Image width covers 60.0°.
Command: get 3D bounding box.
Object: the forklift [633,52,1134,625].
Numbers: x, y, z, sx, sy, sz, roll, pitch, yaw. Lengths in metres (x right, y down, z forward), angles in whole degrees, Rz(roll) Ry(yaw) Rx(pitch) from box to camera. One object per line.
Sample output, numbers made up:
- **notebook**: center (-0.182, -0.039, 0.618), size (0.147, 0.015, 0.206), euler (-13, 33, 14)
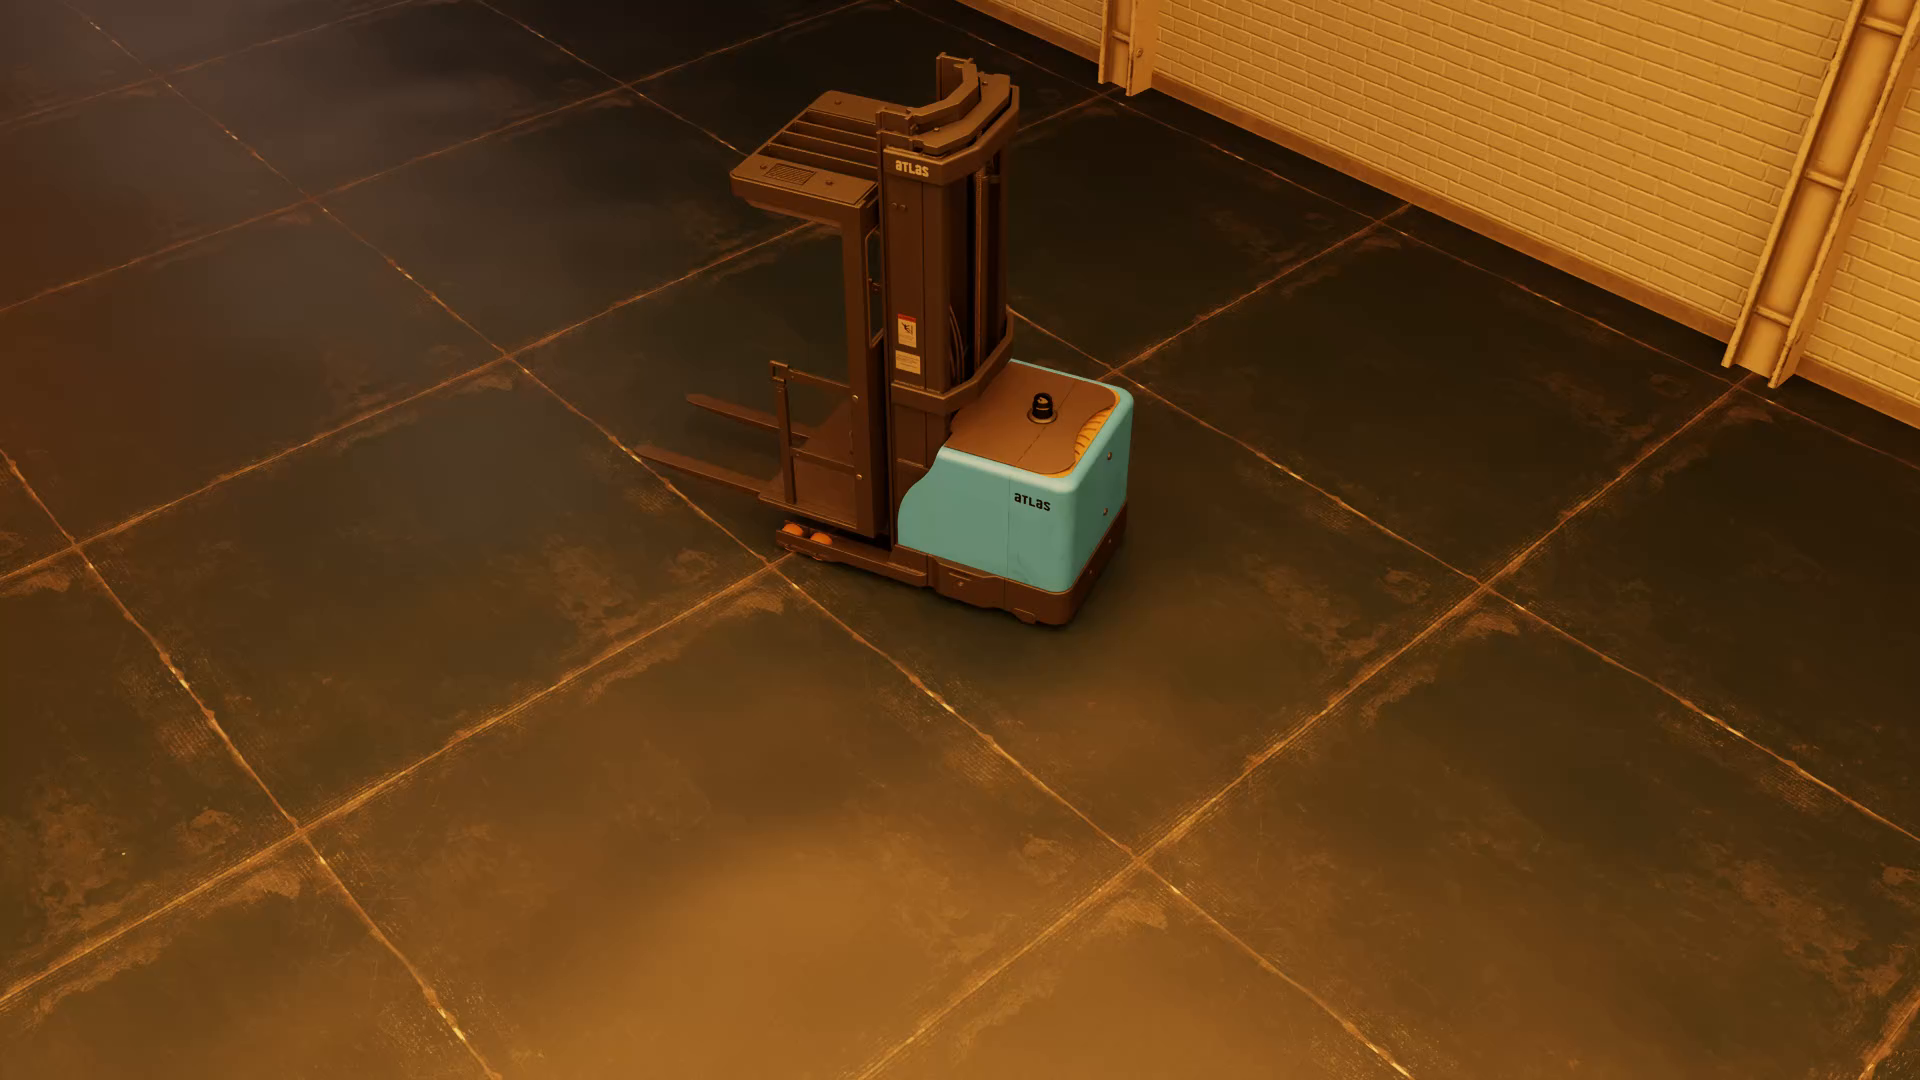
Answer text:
- **forklift**: center (-0.550, -1.280, 9.391), size (3.031, 2.935, 1.130), euler (17, 44, 19)
